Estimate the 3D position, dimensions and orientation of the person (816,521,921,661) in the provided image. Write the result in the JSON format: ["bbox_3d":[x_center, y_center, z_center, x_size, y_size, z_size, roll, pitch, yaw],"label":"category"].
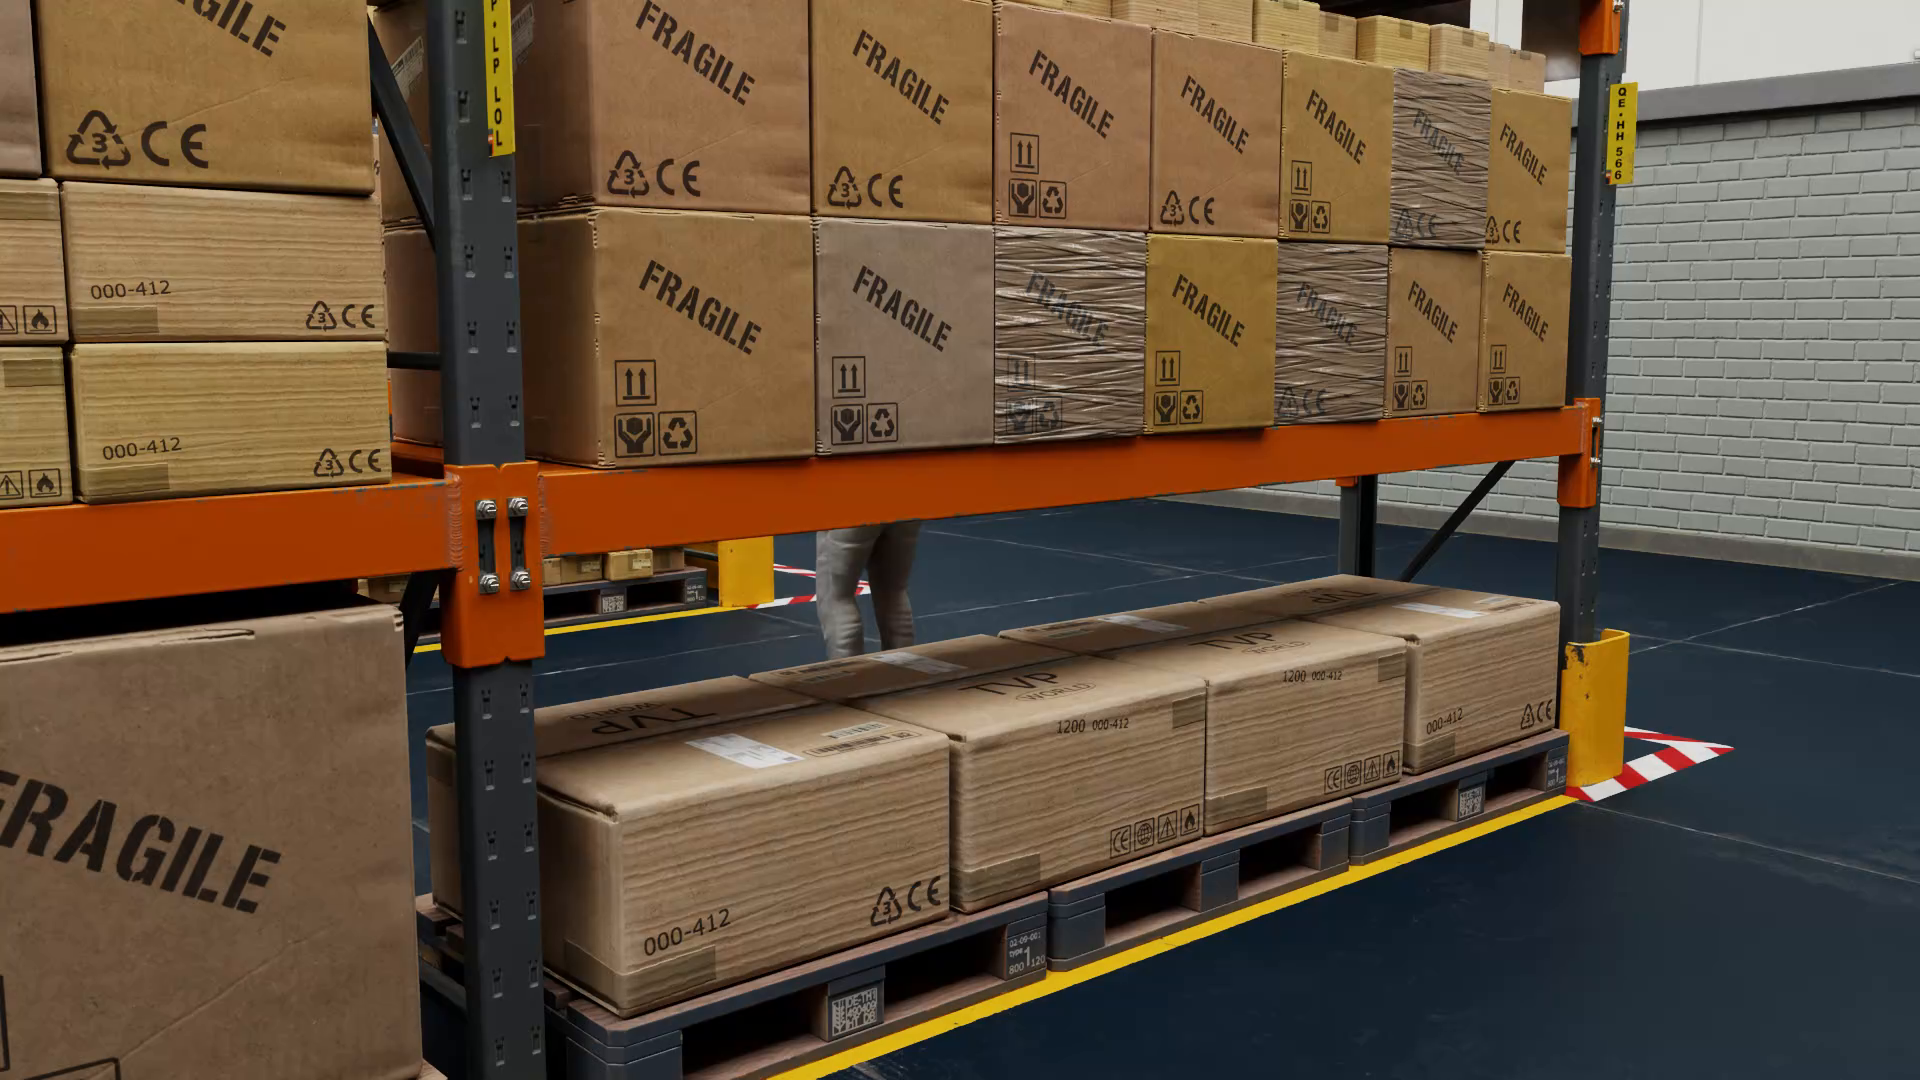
[{"bbox_3d":[-0.426,-0.129,6.797,0.453,1.656,0.526,-6,10,-40],"label":"person"}]
